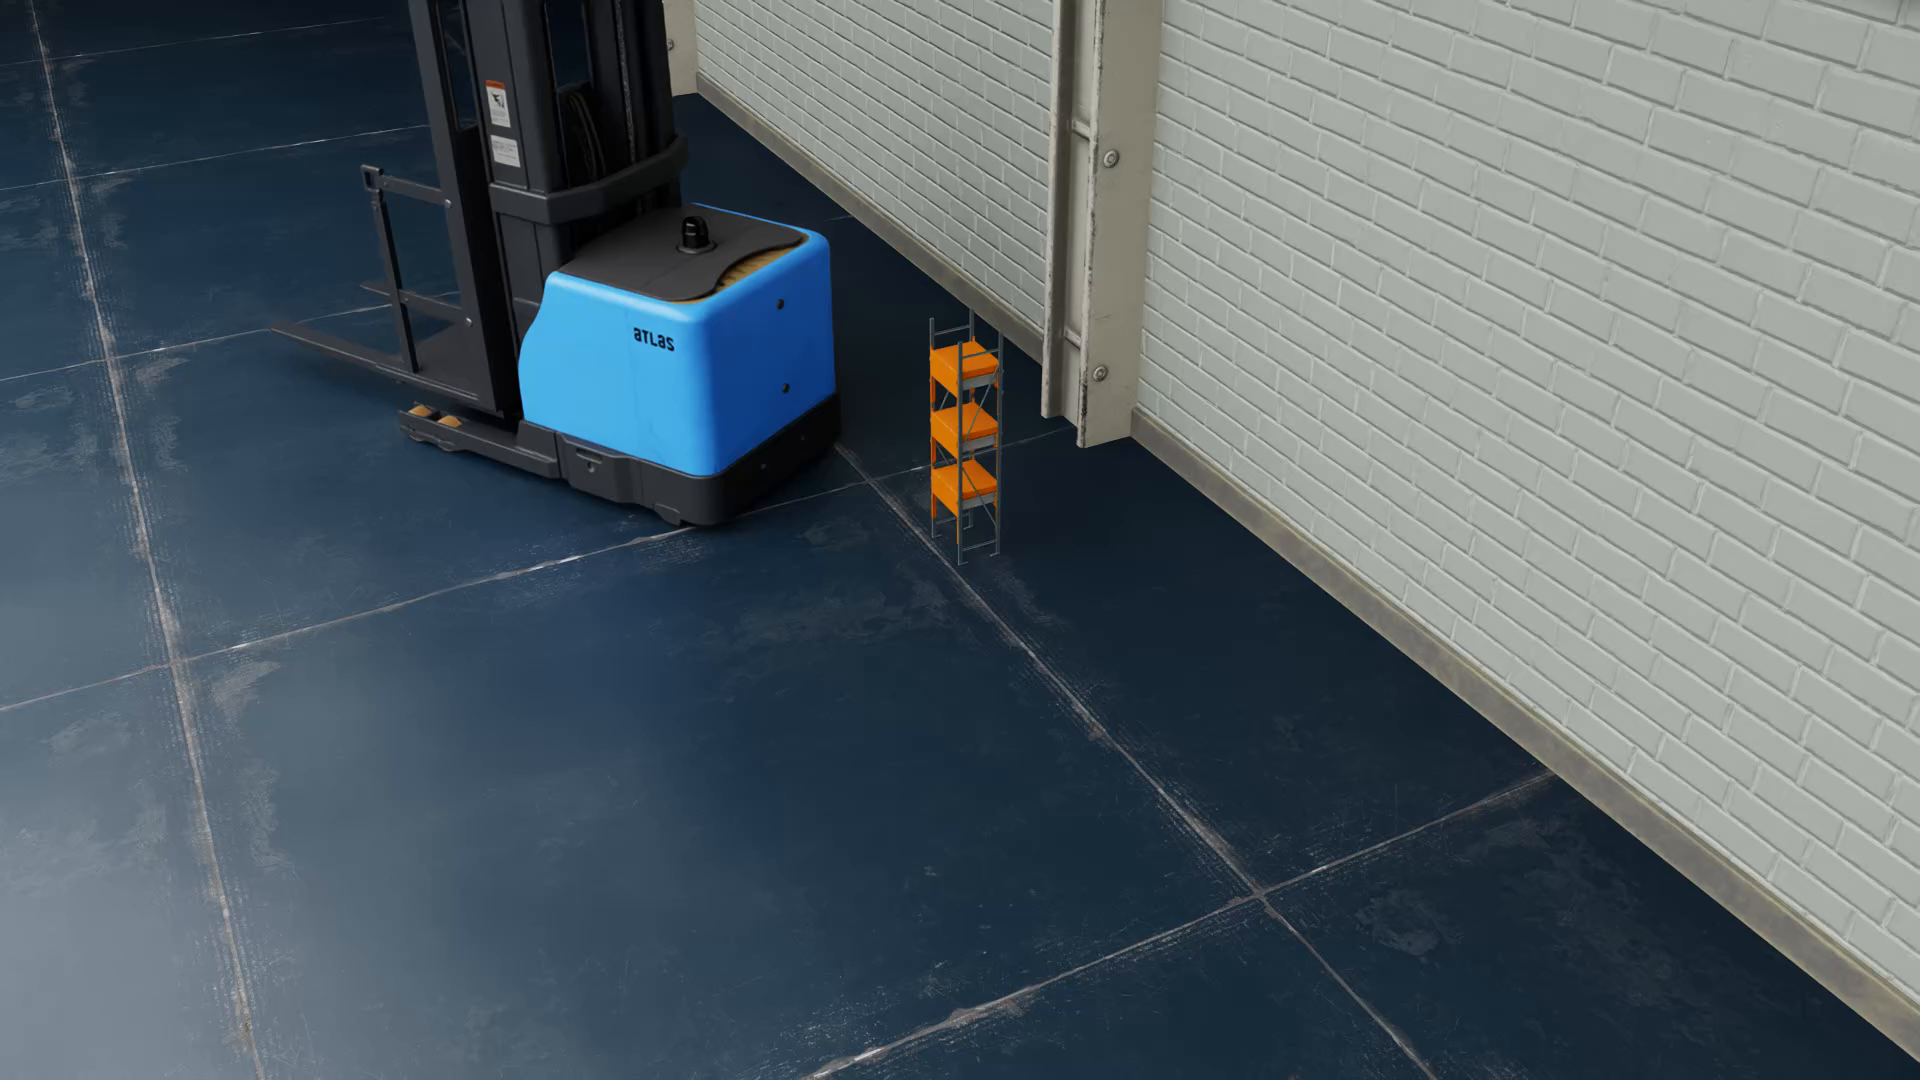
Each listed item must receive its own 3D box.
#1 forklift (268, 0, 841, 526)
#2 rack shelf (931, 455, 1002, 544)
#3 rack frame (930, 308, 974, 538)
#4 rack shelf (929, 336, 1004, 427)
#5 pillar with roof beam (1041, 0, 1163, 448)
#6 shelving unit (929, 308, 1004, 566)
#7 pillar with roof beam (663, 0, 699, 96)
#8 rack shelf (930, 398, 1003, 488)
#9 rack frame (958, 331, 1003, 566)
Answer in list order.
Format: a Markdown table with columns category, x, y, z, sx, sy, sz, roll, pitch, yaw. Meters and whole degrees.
| category | x | y | z | sx | sy | sz | roll | pitch | yaw |
| --- | --- | --- | --- | --- | --- | --- | --- | --- | --- |
| forklift | -2.094 | -1.878 | 7.465 | 3.031 | 2.935 | 1.130 | 18 | 37 | 26 |
| rack shelf | 0.025 | -0.174 | 7.083 | 0.215 | 0.259 | 0.240 | -16 | 36 | -23 |
| rack frame | -0.032 | -0.475 | 7.018 | 0.200 | 1.050 | 0.008 | -16 | 36 | -23 |
| rack shelf | 0.025 | -0.647 | 6.780 | 0.215 | 0.259 | 0.240 | -16 | 36 | -23 |
| pillar with roof beam | -3.183 | -3.275 | 4.021 | 9.100 | 9.000 | 0.400 | -16 | 36 | -23 |
| shelving unit | 0.025 | -0.417 | 6.927 | 0.215 | 1.050 | 0.252 | -16 | 36 | -23 |
| pillar with roof beam | -5.981 | -6.139 | 8.490 | 9.100 | 9.000 | 0.400 | -16 | 36 | -23 |
| rack shelf | 0.025 | -0.408 | 6.933 | 0.215 | 0.259 | 0.240 | -16 | 36 | -23 |
| rack frame | 0.082 | -0.358 | 6.836 | 0.200 | 1.050 | 0.008 | -16 | 36 | -23 |
